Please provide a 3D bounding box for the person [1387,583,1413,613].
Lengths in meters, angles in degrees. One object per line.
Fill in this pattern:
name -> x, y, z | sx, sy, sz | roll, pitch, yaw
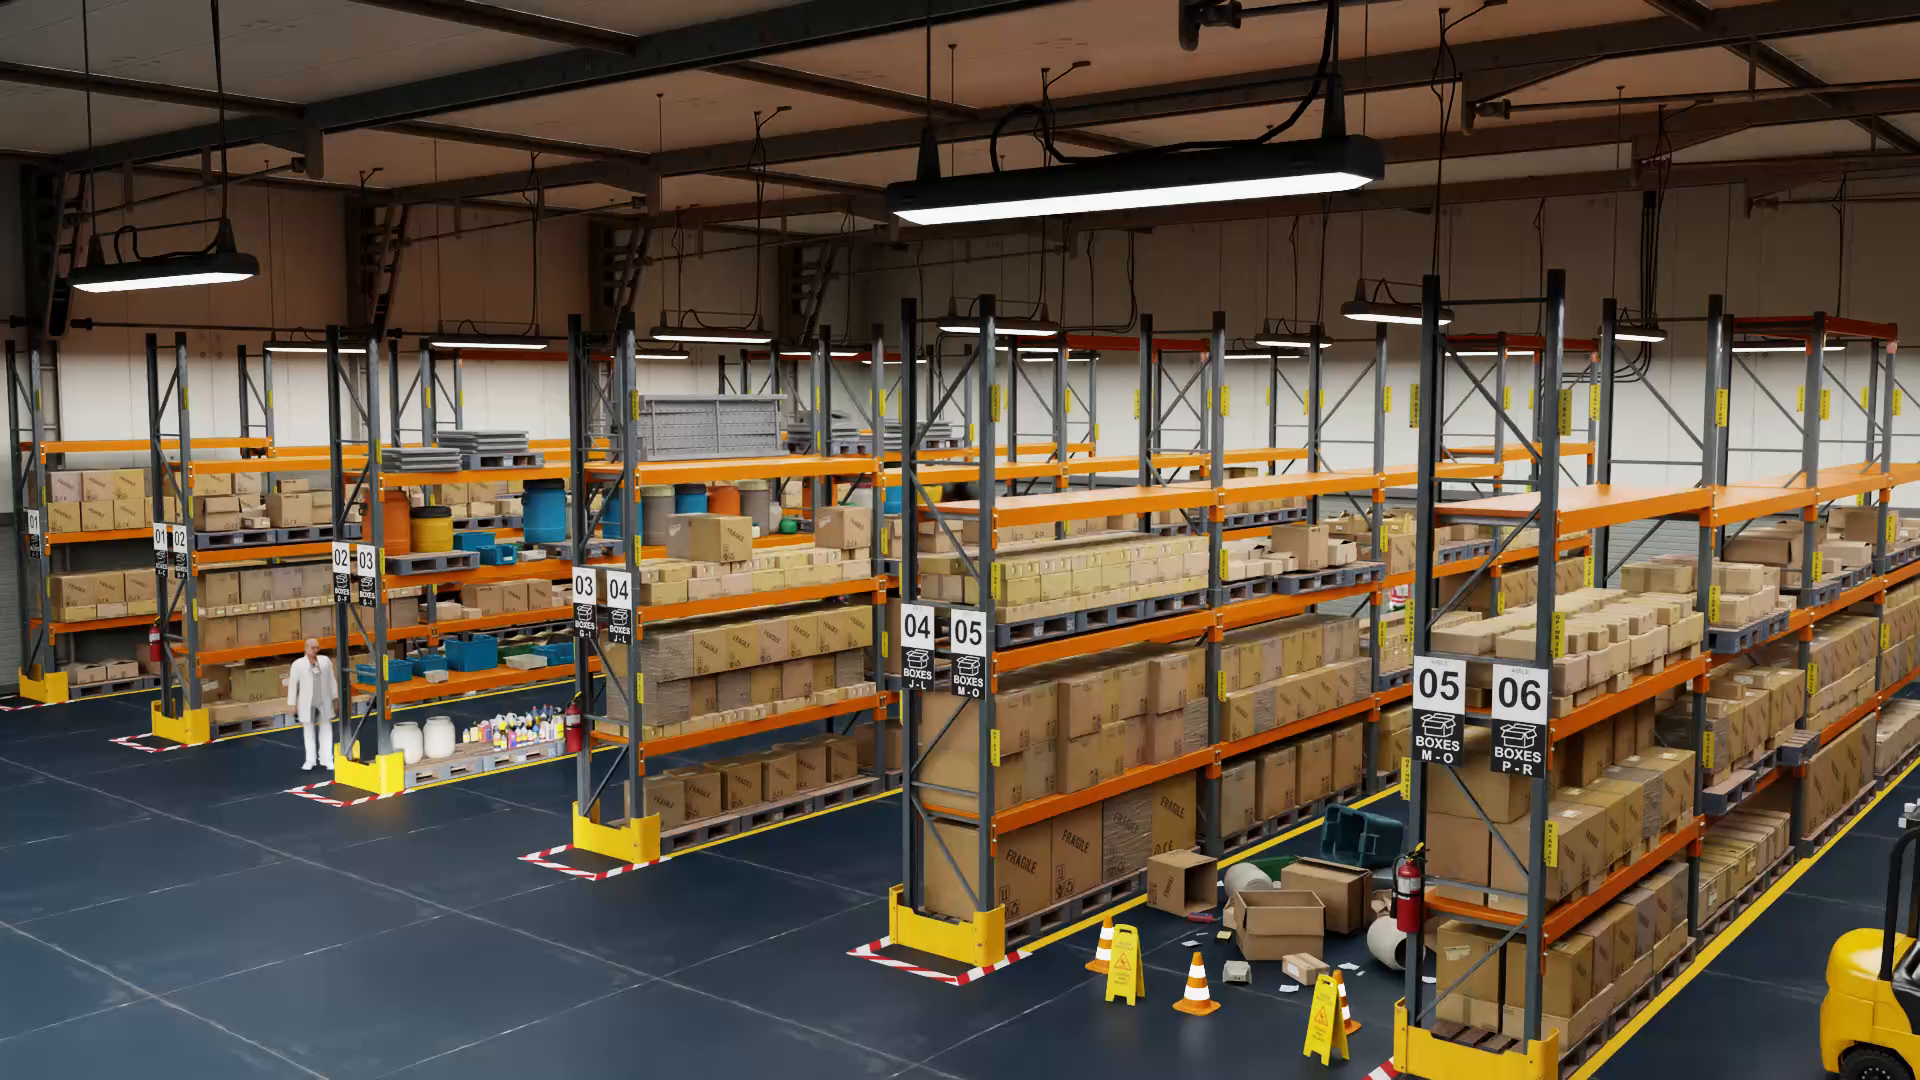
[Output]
person -> 8.805, 1.296, 33.294 | 0.647, 1.743, 1.067 | -3, 6, -30

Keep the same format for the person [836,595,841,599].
person -> -2.860, 0.919, 37.932 | 0.377, 1.663, 0.509 | 3, 6, 34

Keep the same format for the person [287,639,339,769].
person -> -8.812, 2.234, 22.687 | 0.681, 1.792, 0.424 | -3, 6, -33
